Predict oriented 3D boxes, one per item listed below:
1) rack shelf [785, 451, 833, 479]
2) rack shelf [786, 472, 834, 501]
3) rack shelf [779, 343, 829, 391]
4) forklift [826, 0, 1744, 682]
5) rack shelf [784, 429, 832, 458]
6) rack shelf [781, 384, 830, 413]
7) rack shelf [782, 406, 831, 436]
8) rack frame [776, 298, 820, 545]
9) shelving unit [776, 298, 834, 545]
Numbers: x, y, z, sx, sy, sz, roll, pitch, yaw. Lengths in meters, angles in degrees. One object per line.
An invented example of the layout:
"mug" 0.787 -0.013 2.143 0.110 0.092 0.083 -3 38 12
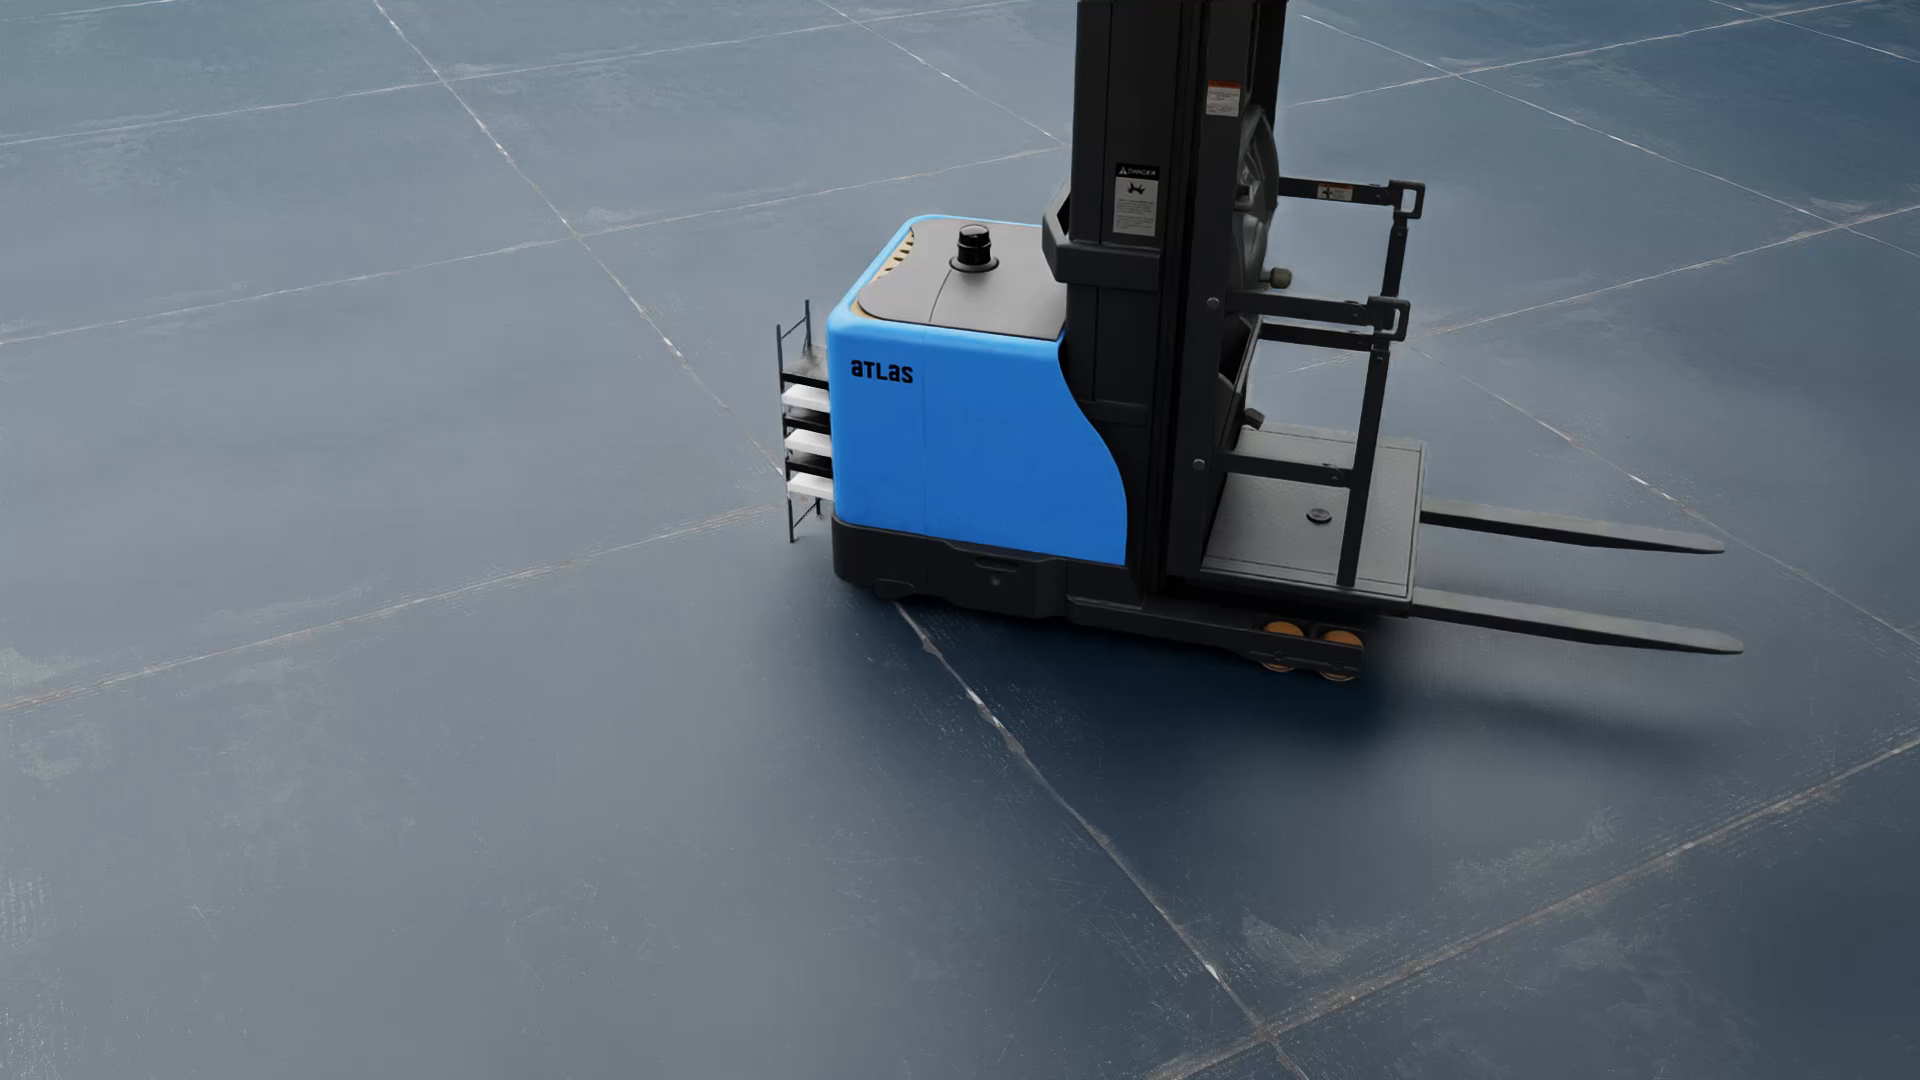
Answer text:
"rack shelf" -0.493 -0.296 6.107 0.200 0.077 0.258 13 35 19
"rack shelf" -0.493 -0.221 6.156 0.200 0.077 0.258 13 35 19
"rack shelf" -0.493 -0.600 5.913 0.200 0.077 0.258 13 35 19
"forklift" 1.122 -1.085 5.226 3.031 2.935 1.130 9 34 13
"rack shelf" -0.493 -0.372 6.059 0.200 0.077 0.258 13 35 19
"rack shelf" -0.493 -0.524 5.961 0.200 0.077 0.258 13 35 19
"rack shelf" -0.493 -0.448 6.010 0.200 0.077 0.258 13 35 19
"rack frame" -0.587 -0.421 6.074 0.006 0.900 0.240 13 35 19
"shelving unit" -0.493 -0.400 6.041 0.210 0.900 0.258 13 35 19
